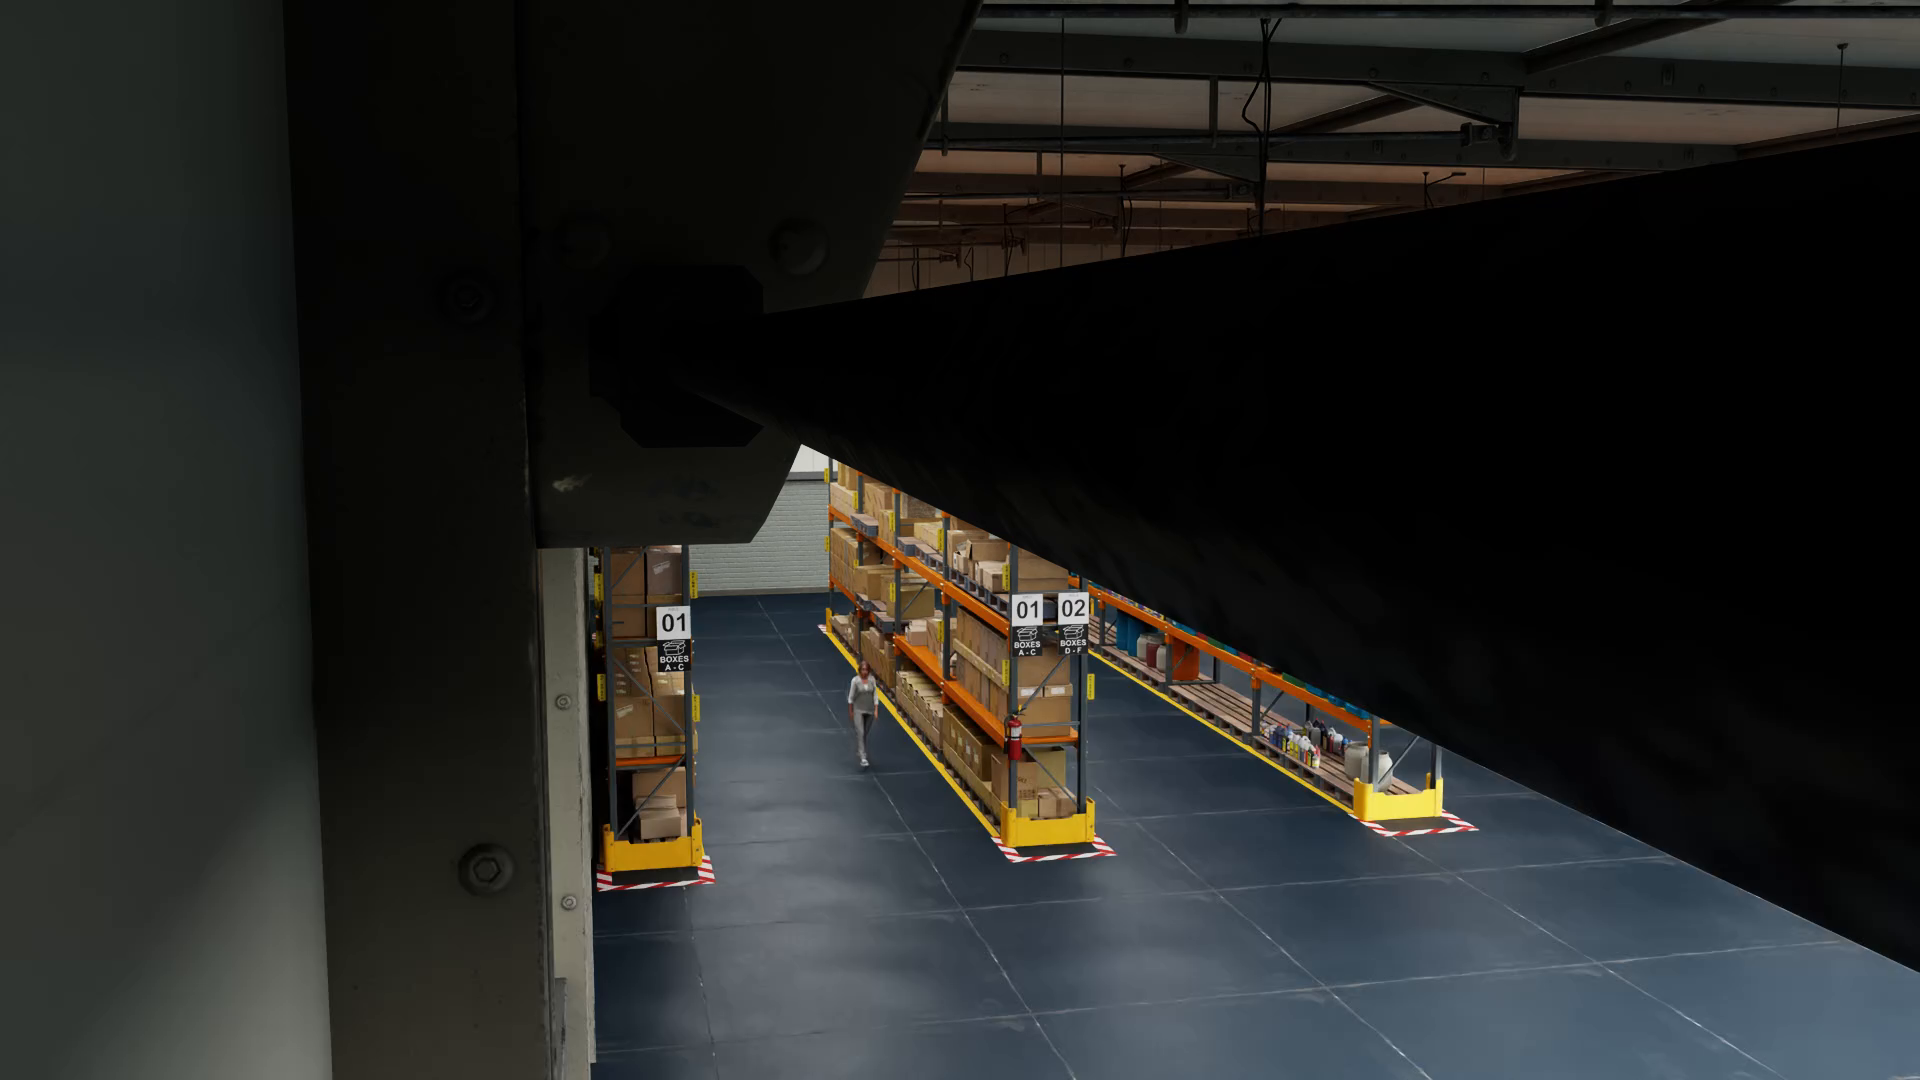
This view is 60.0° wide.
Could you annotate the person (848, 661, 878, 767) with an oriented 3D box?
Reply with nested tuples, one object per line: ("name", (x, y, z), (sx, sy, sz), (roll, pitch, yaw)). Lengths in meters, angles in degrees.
("person", (-1.424, 2.586, 24.938), (0.434, 1.546, 0.967), (-3, 8, -26))
